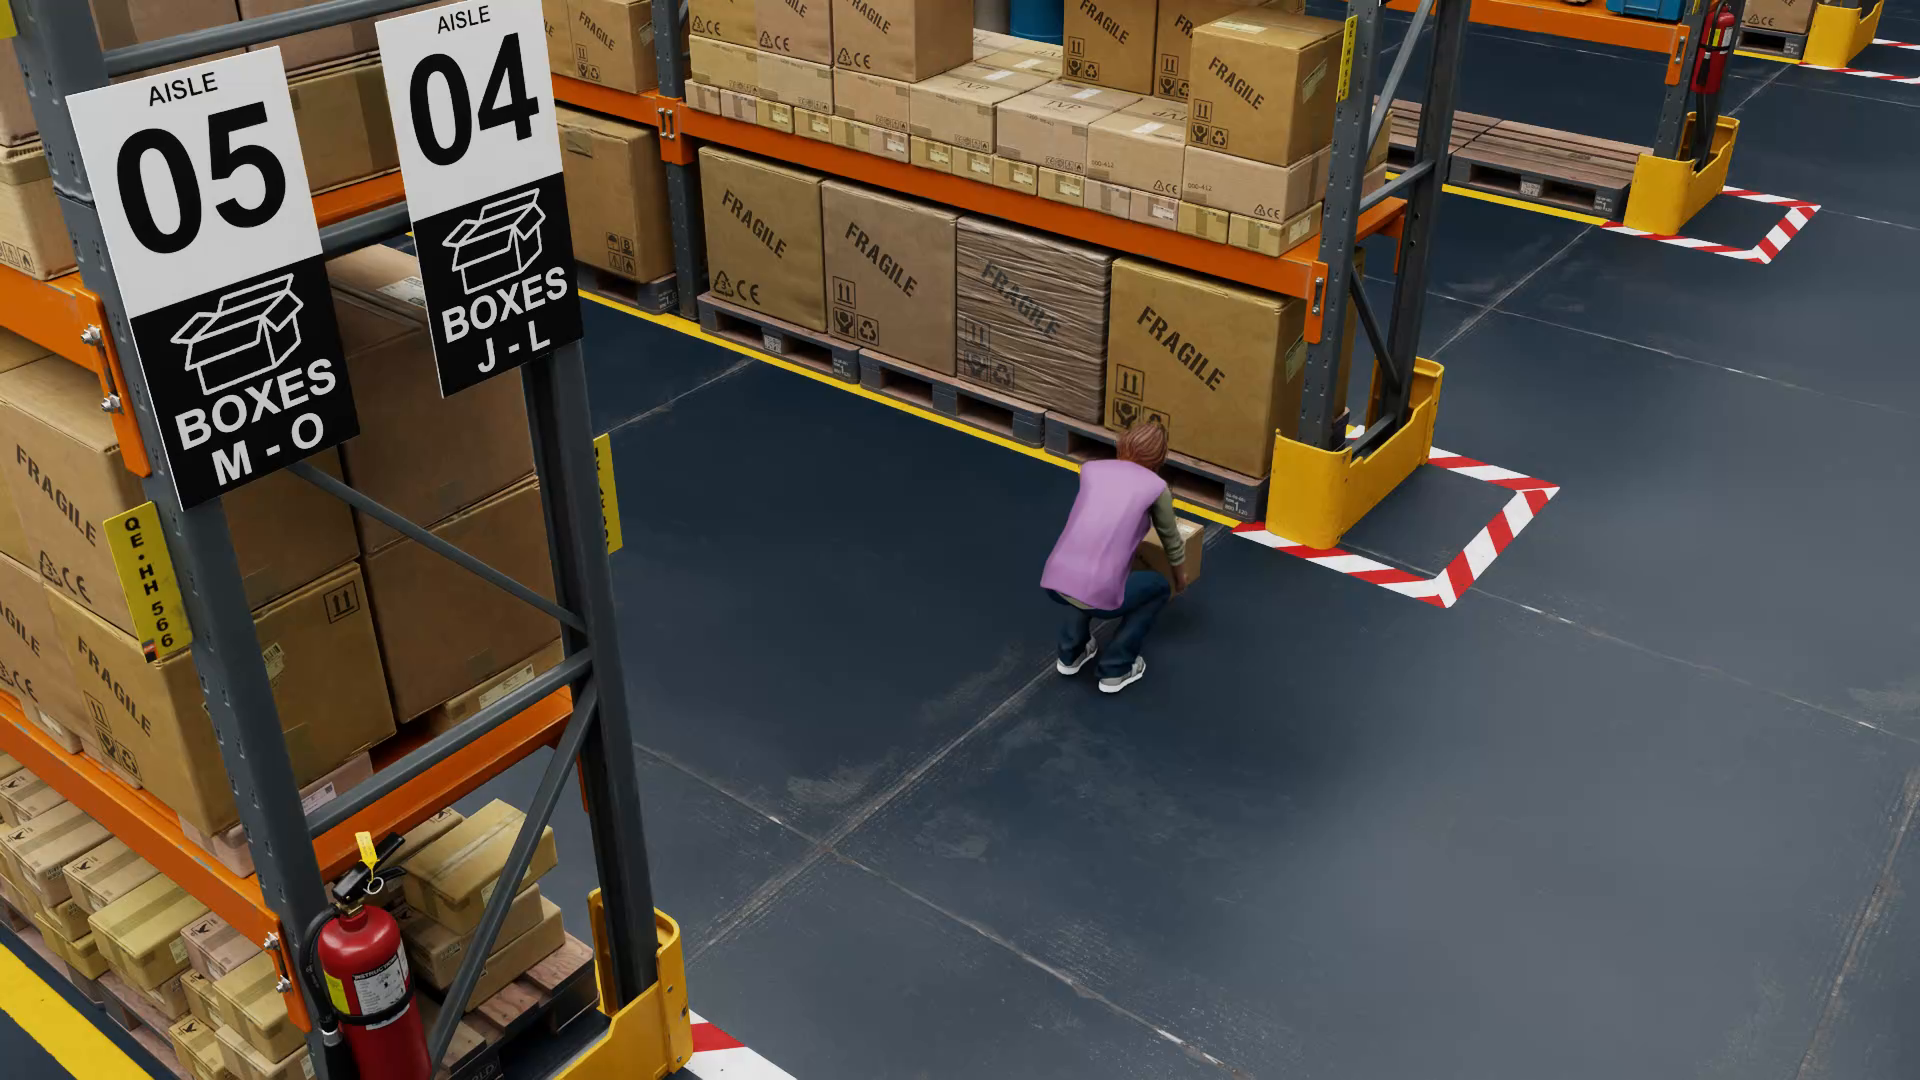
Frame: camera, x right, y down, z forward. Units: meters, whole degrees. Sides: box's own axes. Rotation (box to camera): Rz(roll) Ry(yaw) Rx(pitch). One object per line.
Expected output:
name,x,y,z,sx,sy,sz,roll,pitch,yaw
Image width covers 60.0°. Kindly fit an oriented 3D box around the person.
person,0.600,0.087,6.627,0.453,0.948,0.782,21,37,31
